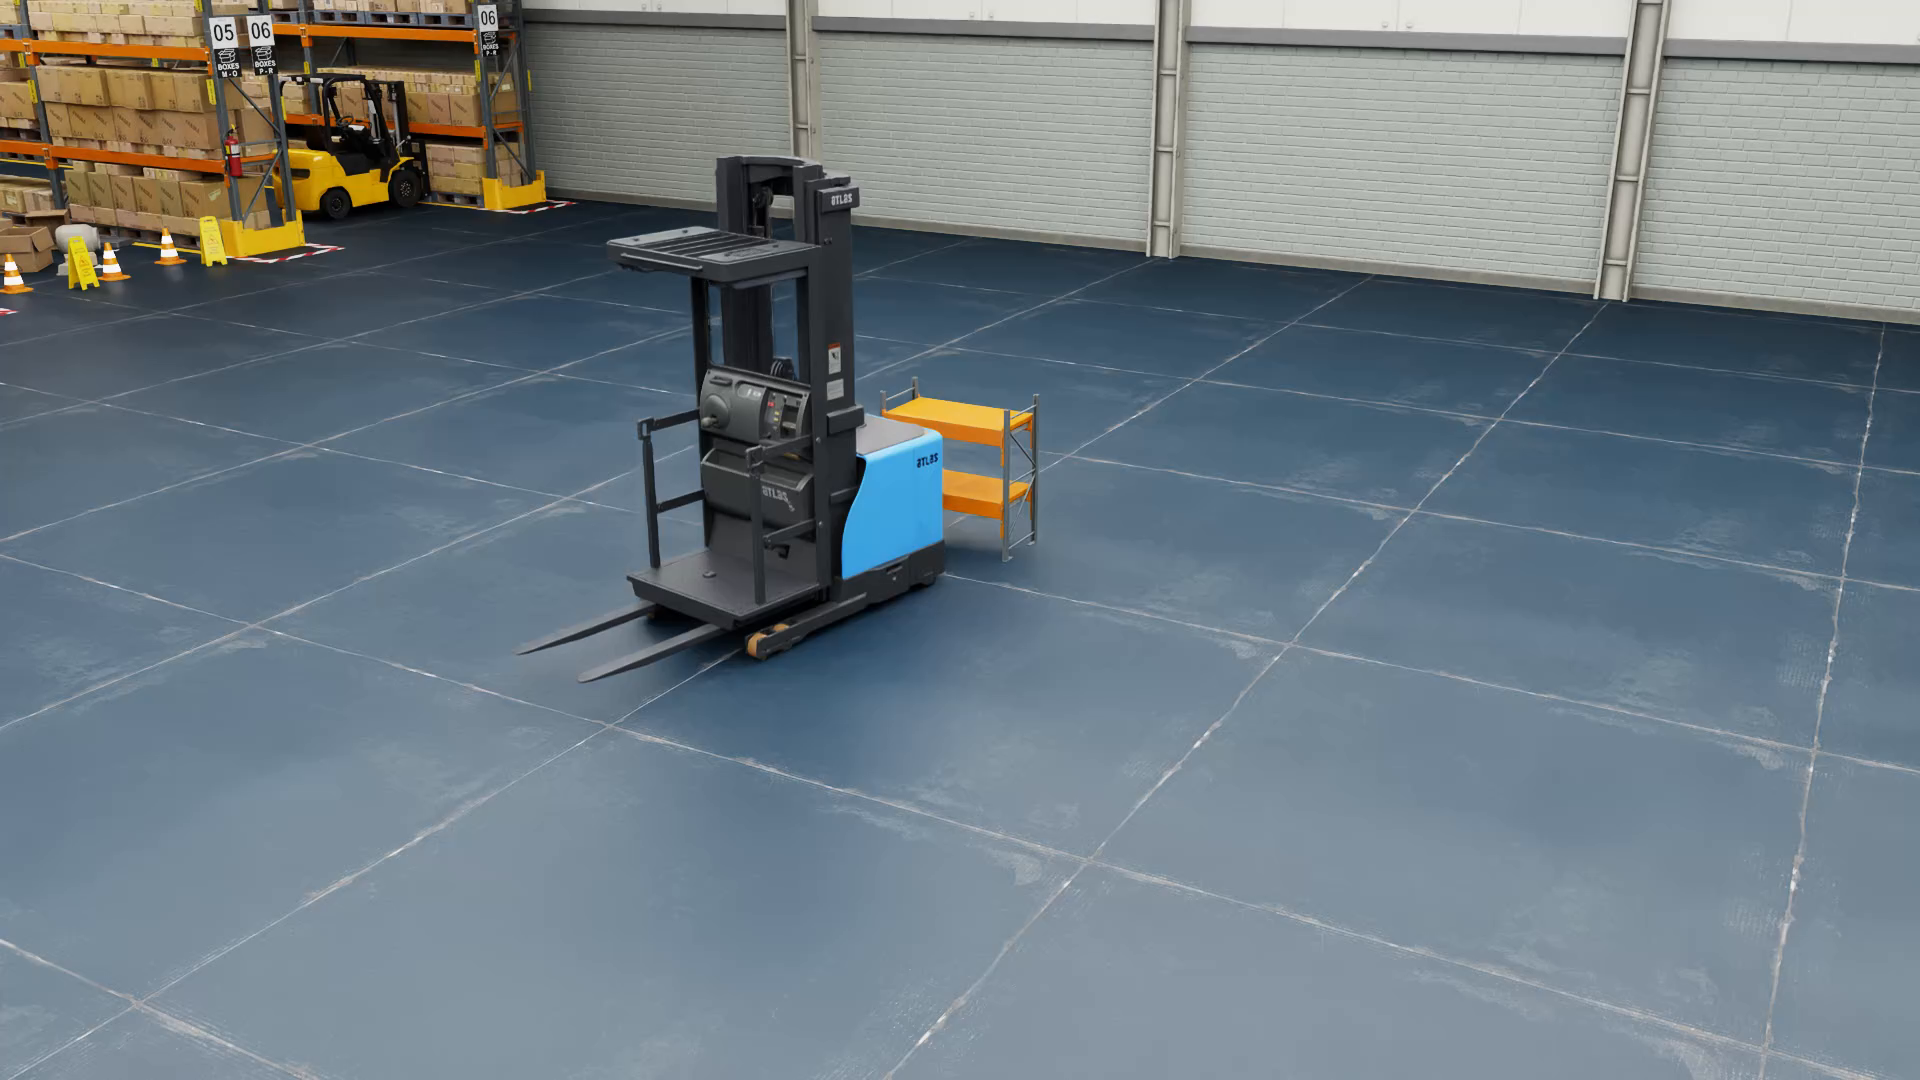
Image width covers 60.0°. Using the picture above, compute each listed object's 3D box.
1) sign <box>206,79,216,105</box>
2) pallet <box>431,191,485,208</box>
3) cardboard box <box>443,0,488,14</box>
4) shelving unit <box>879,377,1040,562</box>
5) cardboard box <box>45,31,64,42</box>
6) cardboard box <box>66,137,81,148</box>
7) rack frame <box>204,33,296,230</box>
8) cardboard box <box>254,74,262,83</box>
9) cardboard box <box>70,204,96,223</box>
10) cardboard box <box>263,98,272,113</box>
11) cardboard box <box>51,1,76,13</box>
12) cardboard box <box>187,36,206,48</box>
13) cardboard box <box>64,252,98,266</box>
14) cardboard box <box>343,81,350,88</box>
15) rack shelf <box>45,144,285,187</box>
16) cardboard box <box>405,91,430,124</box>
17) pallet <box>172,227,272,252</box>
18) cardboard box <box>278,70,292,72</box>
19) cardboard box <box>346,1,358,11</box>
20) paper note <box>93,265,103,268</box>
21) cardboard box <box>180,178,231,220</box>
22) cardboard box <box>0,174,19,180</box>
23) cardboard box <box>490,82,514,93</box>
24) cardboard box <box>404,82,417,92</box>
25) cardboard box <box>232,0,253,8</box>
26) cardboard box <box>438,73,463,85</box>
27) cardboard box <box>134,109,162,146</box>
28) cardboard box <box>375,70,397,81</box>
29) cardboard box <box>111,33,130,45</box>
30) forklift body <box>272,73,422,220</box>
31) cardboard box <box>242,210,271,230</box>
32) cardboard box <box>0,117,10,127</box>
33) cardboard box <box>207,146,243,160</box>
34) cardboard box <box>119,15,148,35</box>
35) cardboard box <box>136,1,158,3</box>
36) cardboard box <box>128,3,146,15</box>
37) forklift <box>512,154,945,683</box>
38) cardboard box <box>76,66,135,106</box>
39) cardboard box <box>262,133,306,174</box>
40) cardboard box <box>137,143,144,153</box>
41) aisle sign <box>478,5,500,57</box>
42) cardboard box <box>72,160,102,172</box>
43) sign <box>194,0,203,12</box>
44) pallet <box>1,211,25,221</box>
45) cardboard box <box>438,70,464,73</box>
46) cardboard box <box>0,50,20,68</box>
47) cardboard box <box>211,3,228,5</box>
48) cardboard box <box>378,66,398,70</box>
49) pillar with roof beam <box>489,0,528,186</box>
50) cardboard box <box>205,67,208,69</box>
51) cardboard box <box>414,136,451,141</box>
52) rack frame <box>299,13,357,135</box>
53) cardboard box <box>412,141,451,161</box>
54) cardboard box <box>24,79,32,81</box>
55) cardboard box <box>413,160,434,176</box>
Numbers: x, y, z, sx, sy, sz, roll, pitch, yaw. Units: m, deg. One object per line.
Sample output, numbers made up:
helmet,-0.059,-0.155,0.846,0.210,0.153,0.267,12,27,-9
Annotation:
sign,-10.155,-6.077,22.557,0.005,0.325,0.100,11,23,27
pallet,-8.137,-5.828,28.122,1.213,0.211,1.003,11,23,27
cardboard box,-7.954,-8.727,26.716,0.500,0.500,0.500,12,23,29
shelving unit,-0.006,-0.530,12.176,1.048,1.125,0.538,11,23,27
cardboard box,-13.006,-7.317,24.108,0.250,0.149,0.380,11,23,27
cardboard box,-12.994,-5.918,24.650,0.250,0.149,0.380,12,23,29
rack frame,-9.867,-5.546,23.255,0.127,3.000,1.000,11,23,27
cardboard box,-12.262,-8.192,29.453,0.250,0.149,0.380,10,22,26
cardboard box,-12.975,-4.937,24.994,0.500,0.250,0.500,10,22,25
cardboard box,-11.950,-7.707,29.432,0.500,0.250,0.500,11,22,27
cardboard box,-12.776,-7.647,23.848,0.250,0.149,0.380,10,22,26
cardboard box,-10.315,-6.814,22.720,0.250,0.149,0.380,11,23,28
cardboard box,-11.995,-3.822,22.684,0.380,0.149,0.250,-11,23,-29
cardboard box,-10.323,-7.832,28.460,0.250,0.149,0.380,11,23,27
rack shelf,-11.613,-5.540,24.294,4.000,0.370,1.077,11,23,27
cardboard box,-8.903,-7.249,27.803,0.500,0.500,0.500,10,22,26
pallet,-10.625,-4.393,24.166,1.213,0.211,1.003,11,23,27
cardboard box,-12.231,-8.391,30.001,0.250,0.149,0.380,11,22,27
cardboard box,-10.027,-8.933,27.799,0.250,0.149,0.380,12,23,29
paper note,-11.663,-3.715,22.561,0.142,0.019,0.148,3,20,9
cardboard box,-10.693,-4.859,23.677,0.500,0.500,0.500,11,23,28
cardboard box,-15.714,-5.621,26.700,0.625,0.372,0.950,10,22,26
cardboard box,-7.619,-7.510,27.571,0.250,0.149,0.380,10,22,26
cardboard box,-9.020,-7.556,27.699,0.250,0.149,0.380,11,23,28
cardboard box,-12.362,-9.477,29.063,0.500,0.311,0.500,10,22,25
cardboard box,-8.337,-7.580,27.328,0.250,0.149,0.380,11,23,28
cardboard box,-11.345,-5.910,23.675,0.500,0.500,0.500,11,23,27
cardboard box,-9.644,-7.849,28.070,0.250,0.149,0.380,11,23,27
cardboard box,-11.677,-7.056,23.388,0.250,0.149,0.380,10,22,27
forklift body,-9.994,-6.397,26.847,1.214,2.155,2.313,11,23,27
cardboard box,-10.436,-4.667,24.249,0.500,0.250,0.500,11,22,27
cardboard box,-14.407,-6.375,25.293,0.250,0.149,0.380,10,22,26
cardboard box,-10.297,-5.426,23.293,0.250,0.149,0.380,12,23,29
cardboard box,-11.339,-7.199,23.197,0.500,0.250,0.500,12,23,29
cardboard box,-11.575,-7.661,23.885,0.250,0.149,0.380,11,23,28
cardboard box,-11.366,-7.424,23.232,0.250,0.149,0.380,10,22,26
forklift,-1.436,-0.826,10.343,1.130,2.935,3.031,16,25,37
cardboard box,-12.220,-6.547,23.966,0.500,0.500,0.700,10,22,26
cardboard box,-12.076,-6.985,30.089,0.625,0.625,0.875,11,22,27
cardboard box,-11.622,-5.686,24.010,0.250,0.149,0.380,11,23,27
aisle sign,-7.535,-8.148,26.616,0.004,0.787,0.394,11,23,27
cardboard box,-12.895,-5.556,24.649,0.250,0.149,0.380,11,23,28
sign,-10.155,-7.210,22.146,0.005,0.325,0.100,11,23,27
pallet,-15.108,-5.232,26.478,1.213,0.211,1.003,11,23,27
cardboard box,-8.539,-7.810,27.964,0.250,0.149,0.380,12,23,29
cardboard box,-19.096,-9.768,33.579,0.500,0.500,0.500,10,22,26
cardboard box,-10.305,-7.370,23.083,0.250,0.149,0.380,11,23,27
cardboard box,-9.830,-8.101,28.764,0.250,0.149,0.380,10,22,26
pillar with roof beam,-9.717,-8.947,23.833,0.400,9.000,9.100,11,23,27
cardboard box,-13.768,-8.702,30.859,0.250,0.149,0.380,11,23,29
cardboard box,-9.090,-6.791,28.637,0.500,0.250,0.500,10,22,26
rack frame,-10.941,-7.689,29.164,0.127,3.000,1.000,11,23,27
cardboard box,-8.897,-6.547,27.964,0.500,0.250,0.500,11,23,28
cardboard box,-14.066,-6.842,25.628,0.500,0.500,0.500,11,23,27
cardboard box,-8.920,-6.318,28.067,0.500,0.250,0.500,10,22,26
